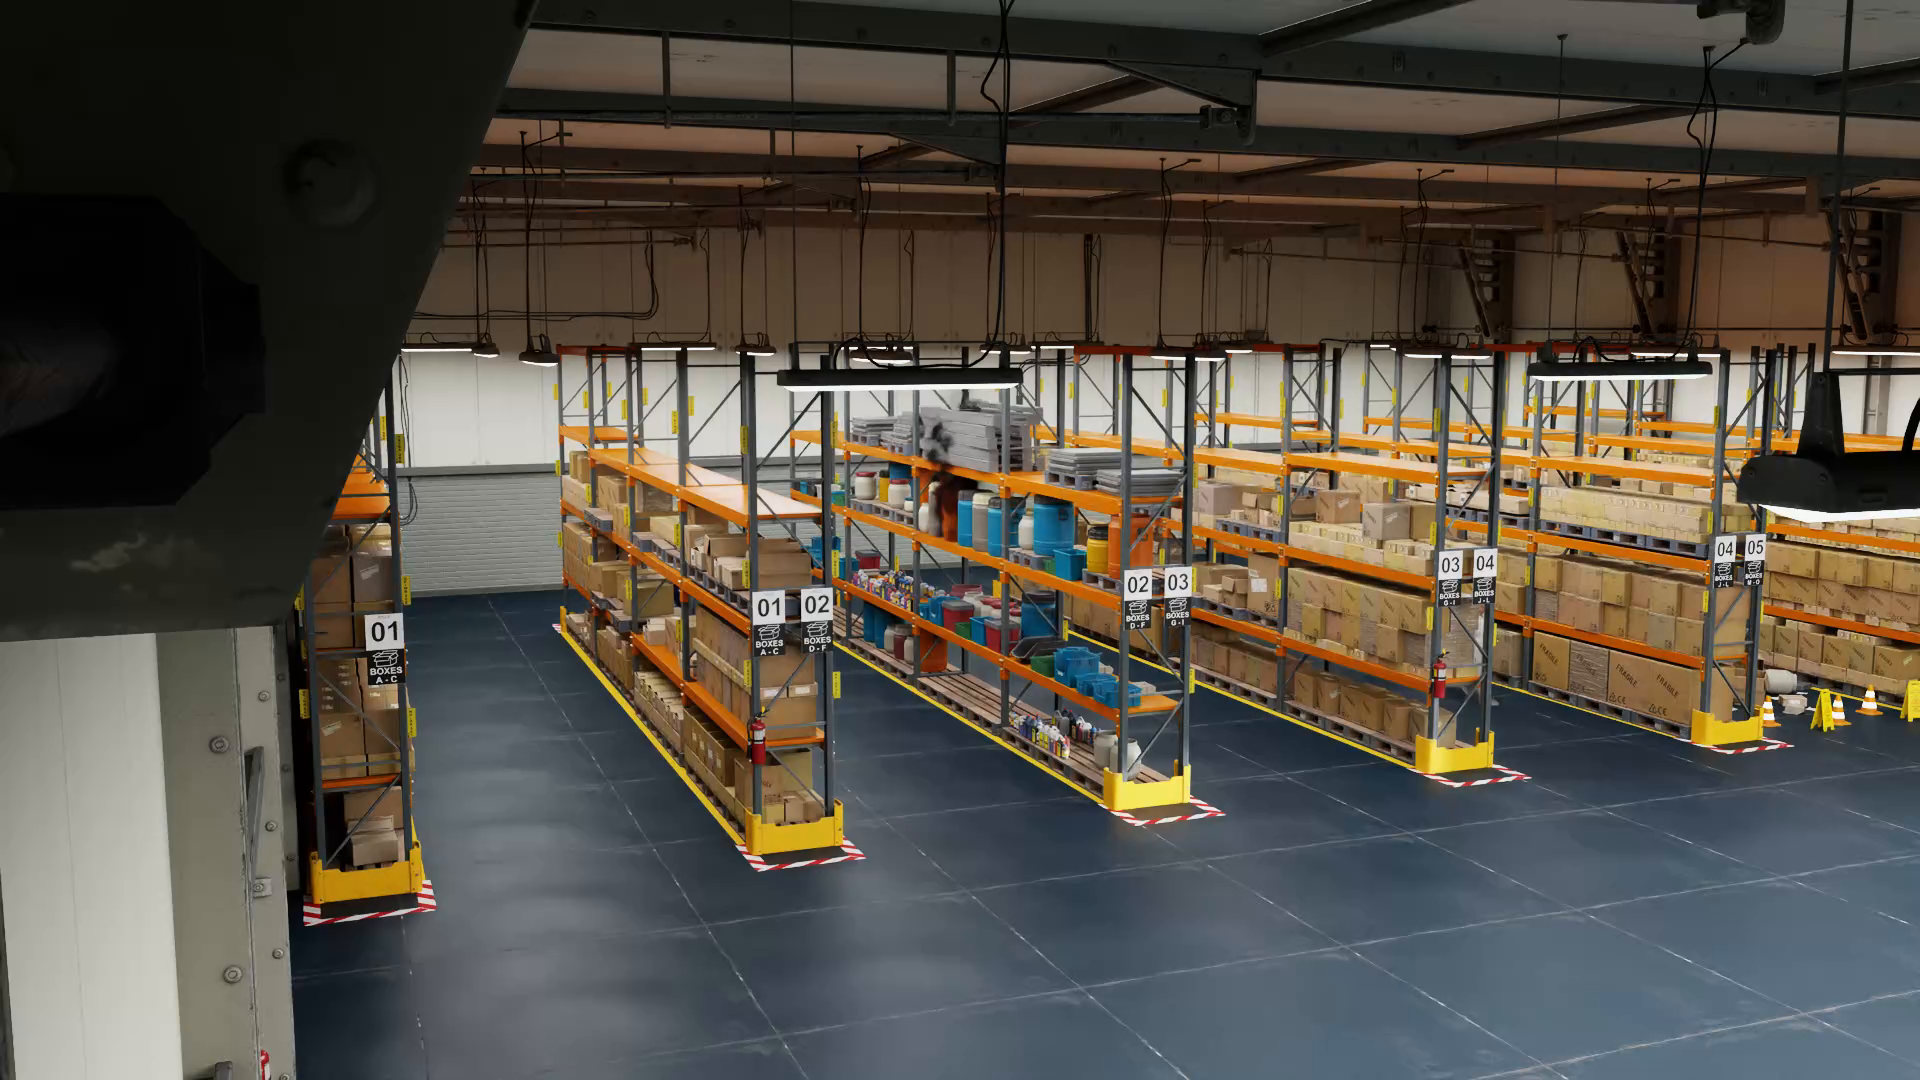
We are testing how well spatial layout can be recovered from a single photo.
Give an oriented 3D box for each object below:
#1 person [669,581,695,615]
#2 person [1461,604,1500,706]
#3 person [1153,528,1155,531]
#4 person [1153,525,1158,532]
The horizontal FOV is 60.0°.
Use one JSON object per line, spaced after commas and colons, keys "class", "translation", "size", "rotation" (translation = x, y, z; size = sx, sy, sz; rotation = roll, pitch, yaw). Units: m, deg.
{"class": "person", "translation": [-5.932, 1.095, 35.192], "size": [0.743, 1.621, 0.648], "rotation": [6, 10, 41]}
{"class": "person", "translation": [8.816, 1.853, 28.219], "size": [0.662, 1.763, 0.989], "rotation": [-5, 9, -34]}
{"class": "person", "translation": [4.429, 0.501, 39.579], "size": [0.670, 1.644, 0.550], "rotation": [3, 8, 21]}
{"class": "person", "translation": [4.723, 0.409, 40.782], "size": [0.595, 1.615, 0.642], "rotation": [5, 9, 35]}
